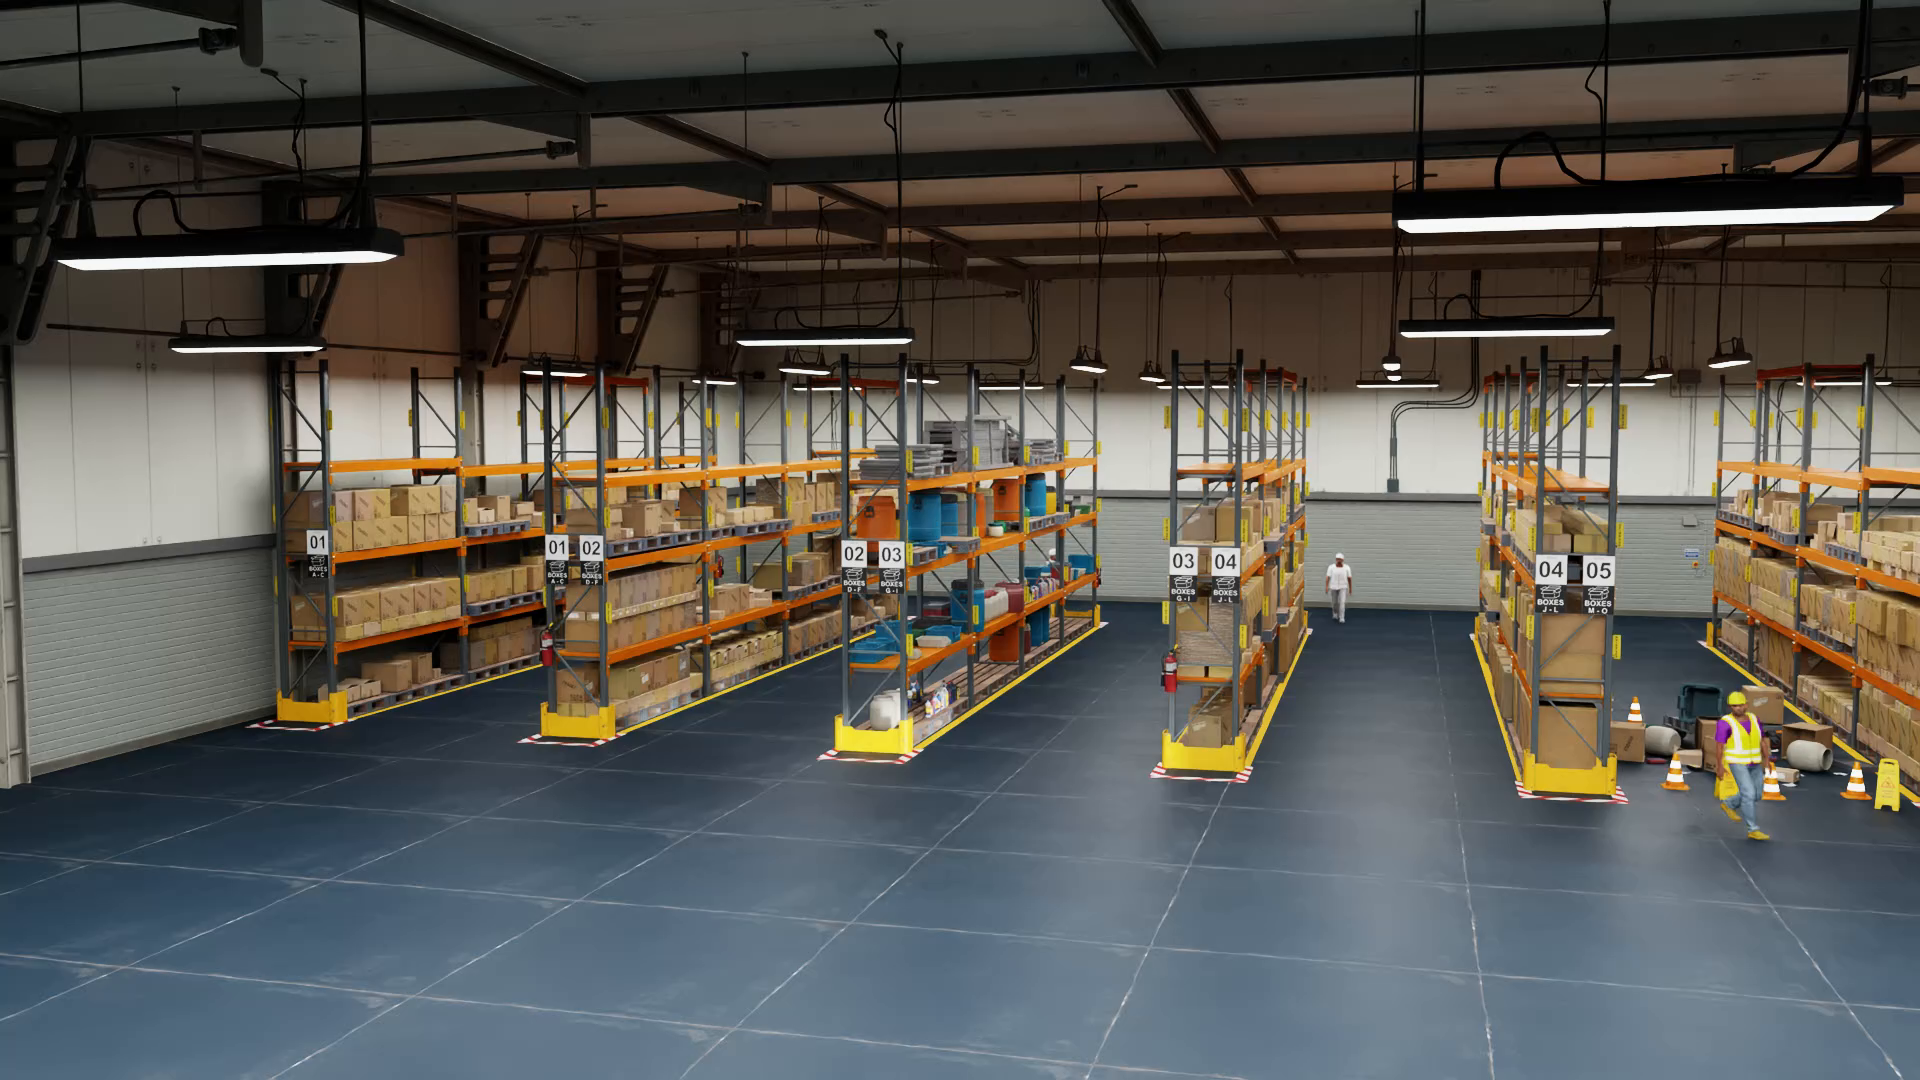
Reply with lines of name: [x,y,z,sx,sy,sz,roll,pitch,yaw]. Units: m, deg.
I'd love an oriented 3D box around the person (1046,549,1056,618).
person: [2.406,1.105,41.772,0.739,1.772,0.633,0,4,-1]

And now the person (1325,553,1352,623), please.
person: [9.379,1.183,41.159,0.654,1.711,1.093,1,4,11]

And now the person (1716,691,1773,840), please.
person: [9.462,2.695,20.058,0.579,1.732,0.853,-1,4,-15]
